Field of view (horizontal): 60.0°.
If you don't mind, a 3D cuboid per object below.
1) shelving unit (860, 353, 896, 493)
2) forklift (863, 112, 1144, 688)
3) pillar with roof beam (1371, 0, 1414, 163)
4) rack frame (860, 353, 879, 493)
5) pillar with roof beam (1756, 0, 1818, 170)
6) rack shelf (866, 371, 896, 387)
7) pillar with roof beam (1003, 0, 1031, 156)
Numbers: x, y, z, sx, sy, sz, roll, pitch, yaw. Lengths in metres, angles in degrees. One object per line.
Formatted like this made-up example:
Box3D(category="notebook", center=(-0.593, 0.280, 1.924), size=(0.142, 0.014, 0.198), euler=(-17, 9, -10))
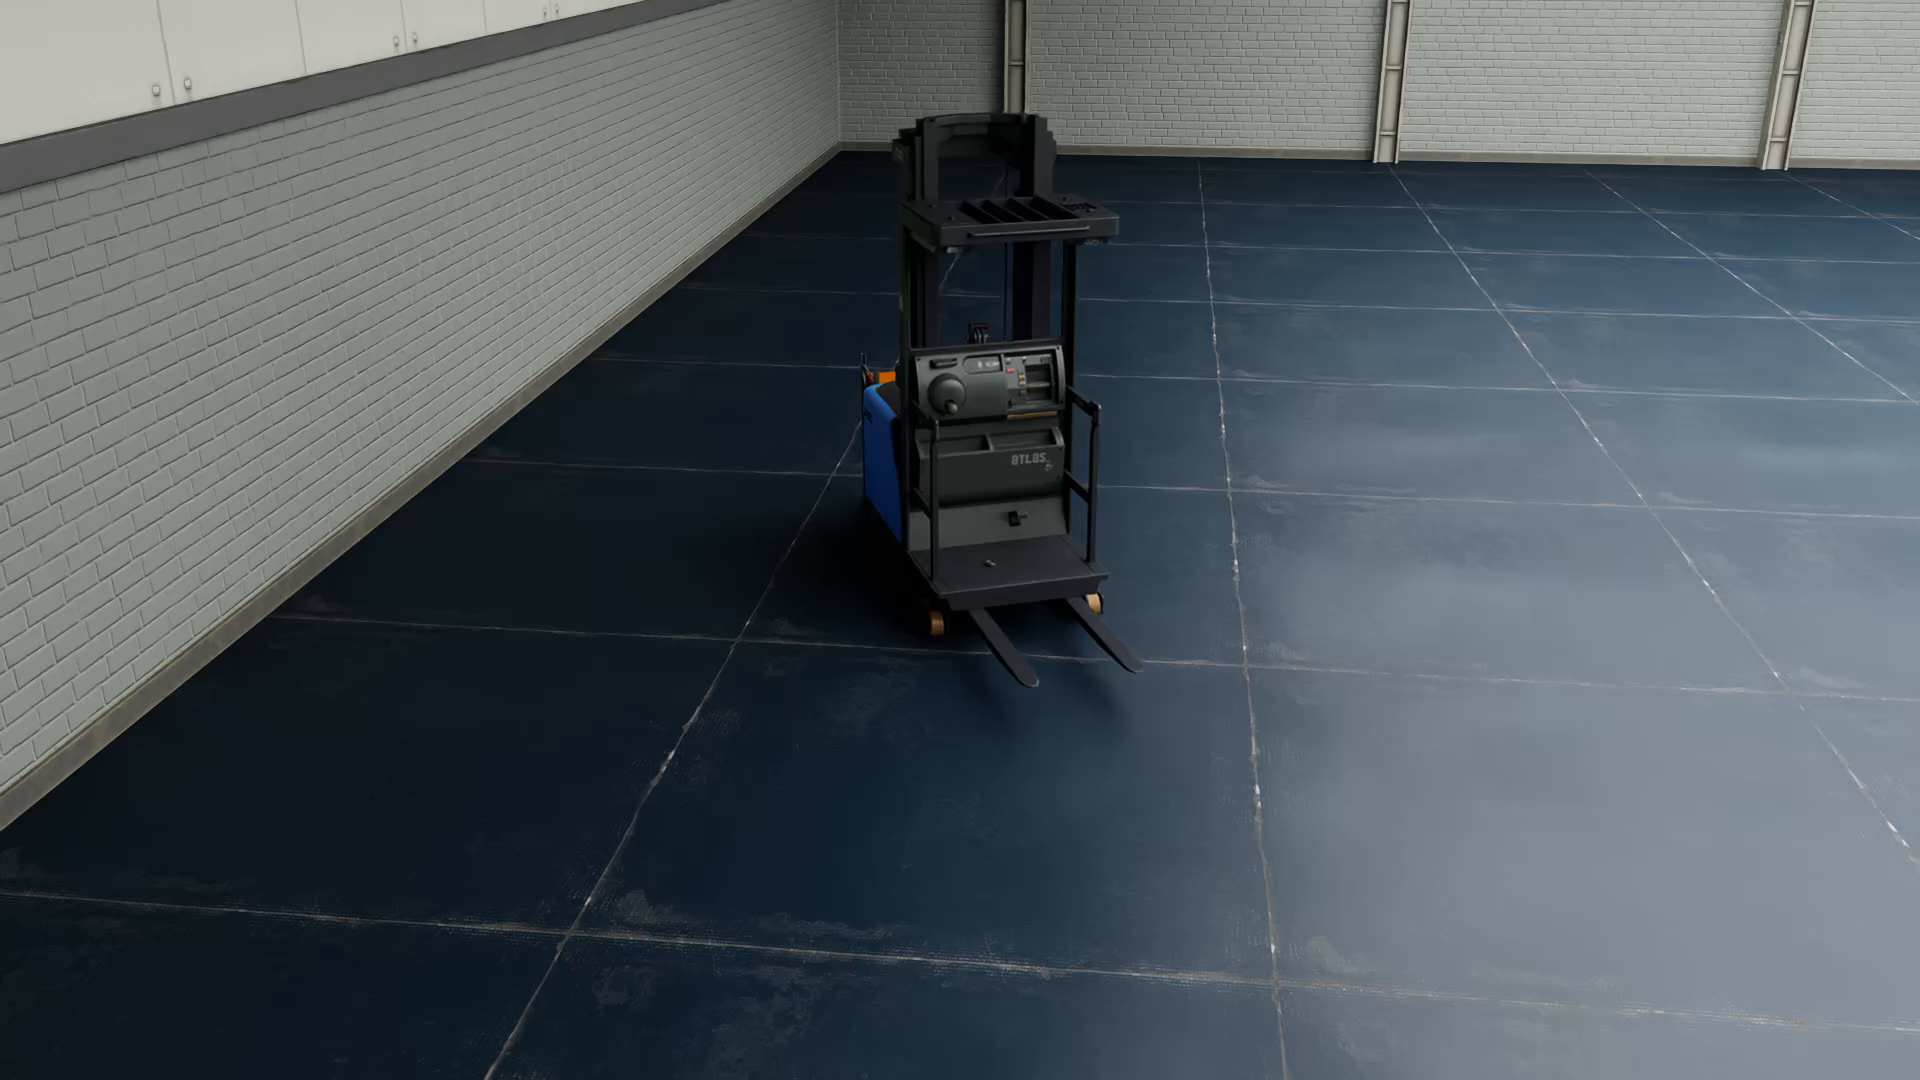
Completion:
Box3D(category="shelving unit", center=(-0.134, -0.751, 11.811), size=(1.048, 1.125, 0.538), euler=(-5, 22, -13))
Box3D(category="forklift", center=(0.246, -0.941, 9.833), size=(1.130, 2.935, 3.031), euler=(-6, 22, -15))
Box3D(category="pillar with roof beam", center=(6.383, -8.758, 21.354), size=(0.400, 9.000, 9.100), euler=(2, 22, 6))
Box3D(category="rack frame", center=(-0.626, -0.705, 11.692), size=(0.032, 1.125, 0.500), euler=(-5, 22, -13))
Box3D(category="pillar with roof beam", center=(12.341, -8.499, 20.697), size=(0.400, 9.000, 9.100), euler=(2, 22, 6))
Box3D(category="rack shelf", center=(-0.134, -1.024, 11.703), size=(1.000, 0.278, 0.538), euler=(-5, 22, -13))
Box3D(category="pillar with roof beam", center=(0.425, -9.018, 22.010), size=(0.400, 9.000, 9.100), euler=(2, 22, 6))
